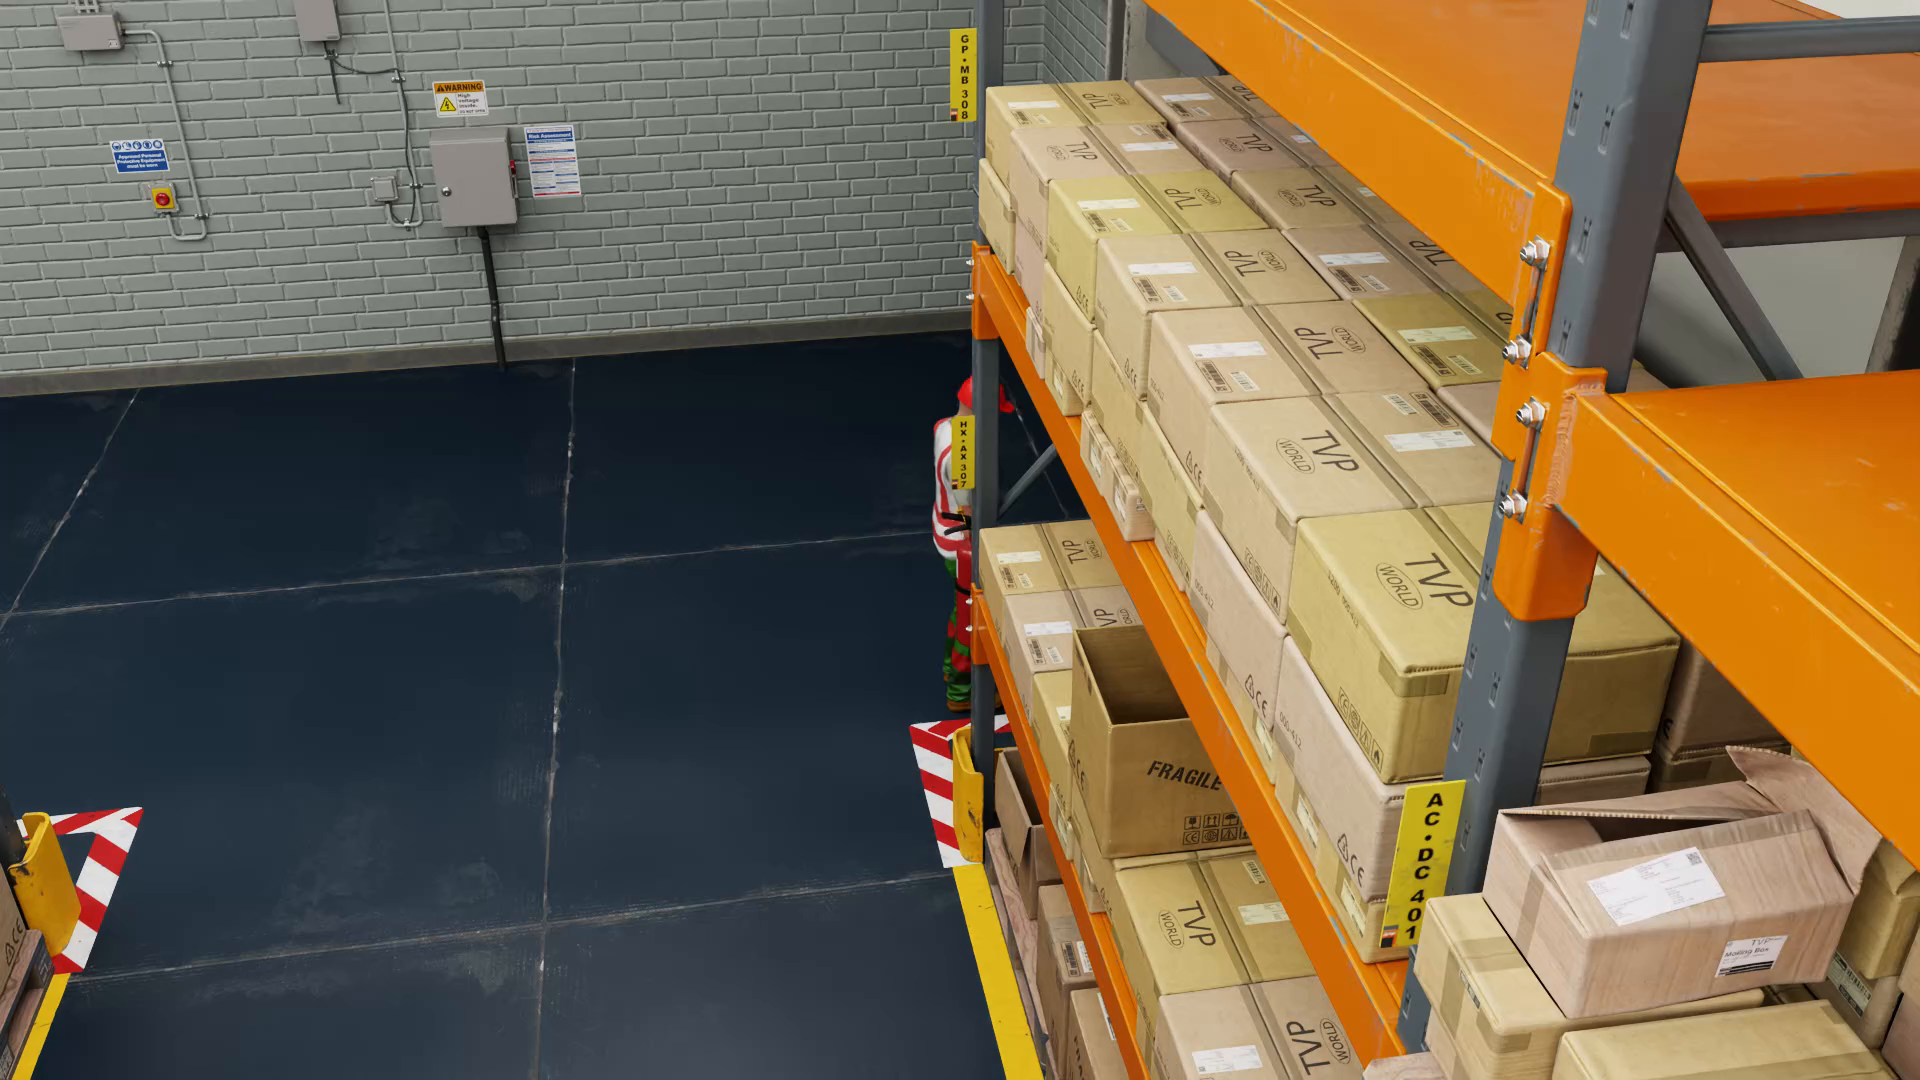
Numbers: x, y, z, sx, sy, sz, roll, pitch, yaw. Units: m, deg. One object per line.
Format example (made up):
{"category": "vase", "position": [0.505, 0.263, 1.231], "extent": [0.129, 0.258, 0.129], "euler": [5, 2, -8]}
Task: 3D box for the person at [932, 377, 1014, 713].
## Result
{"category": "person", "position": [0.062, 0.006, 8.126], "extent": [0.388, 1.766, 0.533], "euler": [-3, 31, -5]}
